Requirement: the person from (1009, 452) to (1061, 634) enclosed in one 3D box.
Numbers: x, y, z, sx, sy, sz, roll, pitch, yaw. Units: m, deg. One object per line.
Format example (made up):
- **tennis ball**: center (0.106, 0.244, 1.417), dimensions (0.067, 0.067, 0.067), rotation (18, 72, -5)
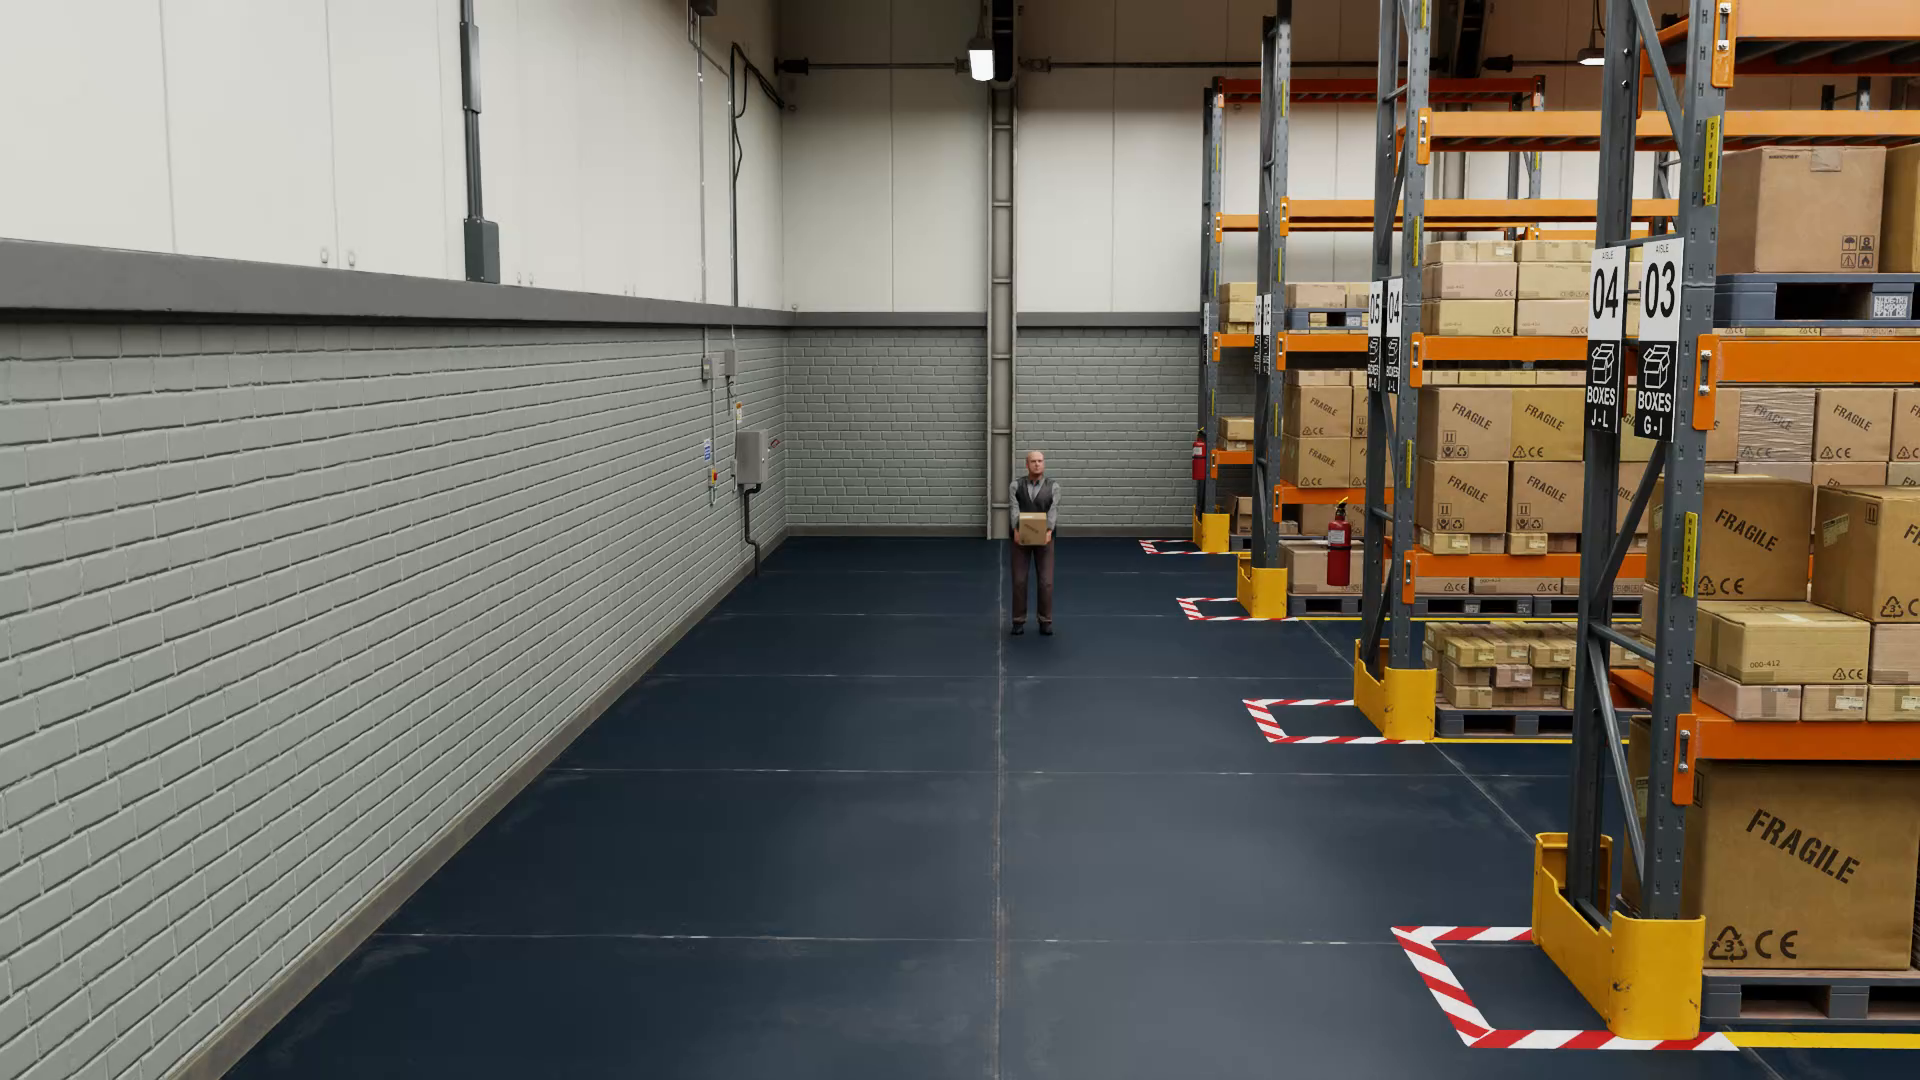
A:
- **person**: center (0.701, 0.035, 15.621), dimensions (0.494, 1.711, 0.551), rotation (0, 7, 2)
